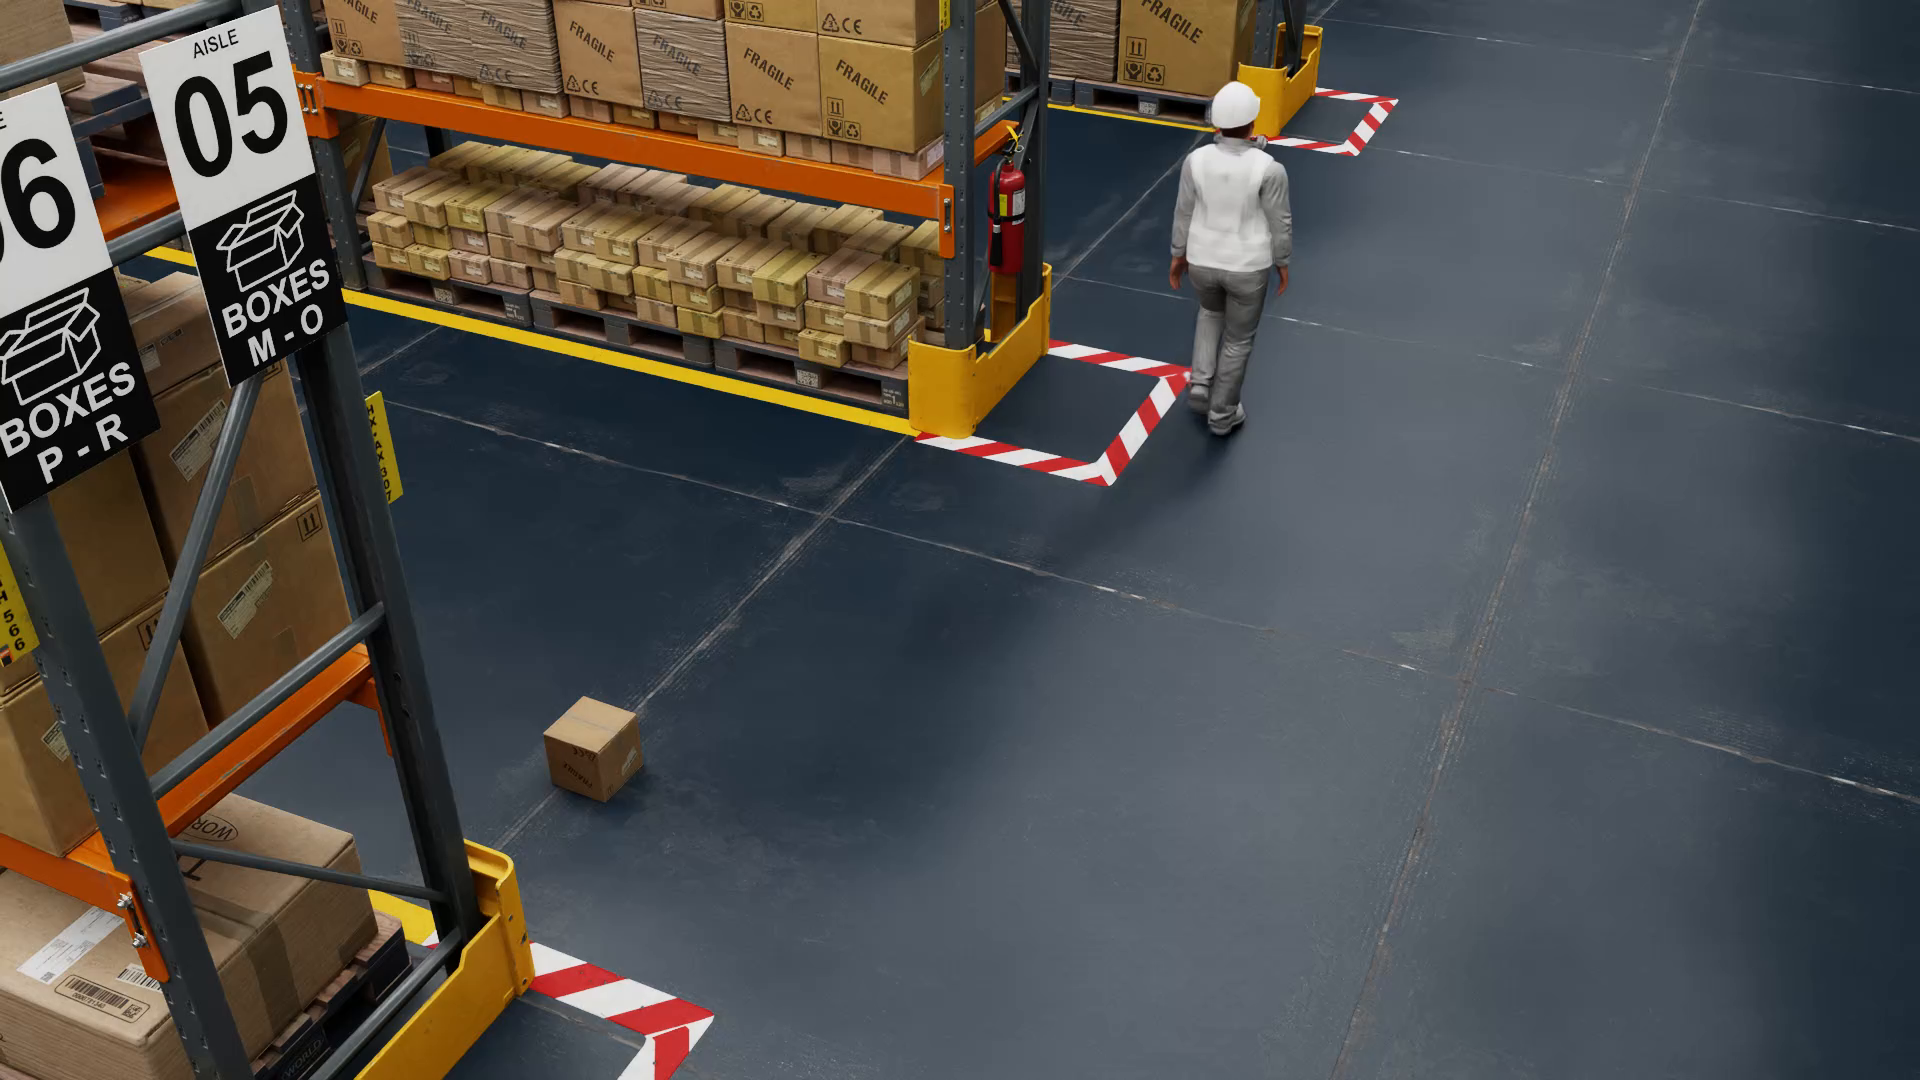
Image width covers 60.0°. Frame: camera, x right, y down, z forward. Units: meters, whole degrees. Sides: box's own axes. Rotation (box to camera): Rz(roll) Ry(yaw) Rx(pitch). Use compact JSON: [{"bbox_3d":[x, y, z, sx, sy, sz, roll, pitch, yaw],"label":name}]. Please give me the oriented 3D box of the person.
[{"bbox_3d":[1.346,-1.378,8.179,0.577,1.785,0.477,18,37,25],"label":"person"}]
